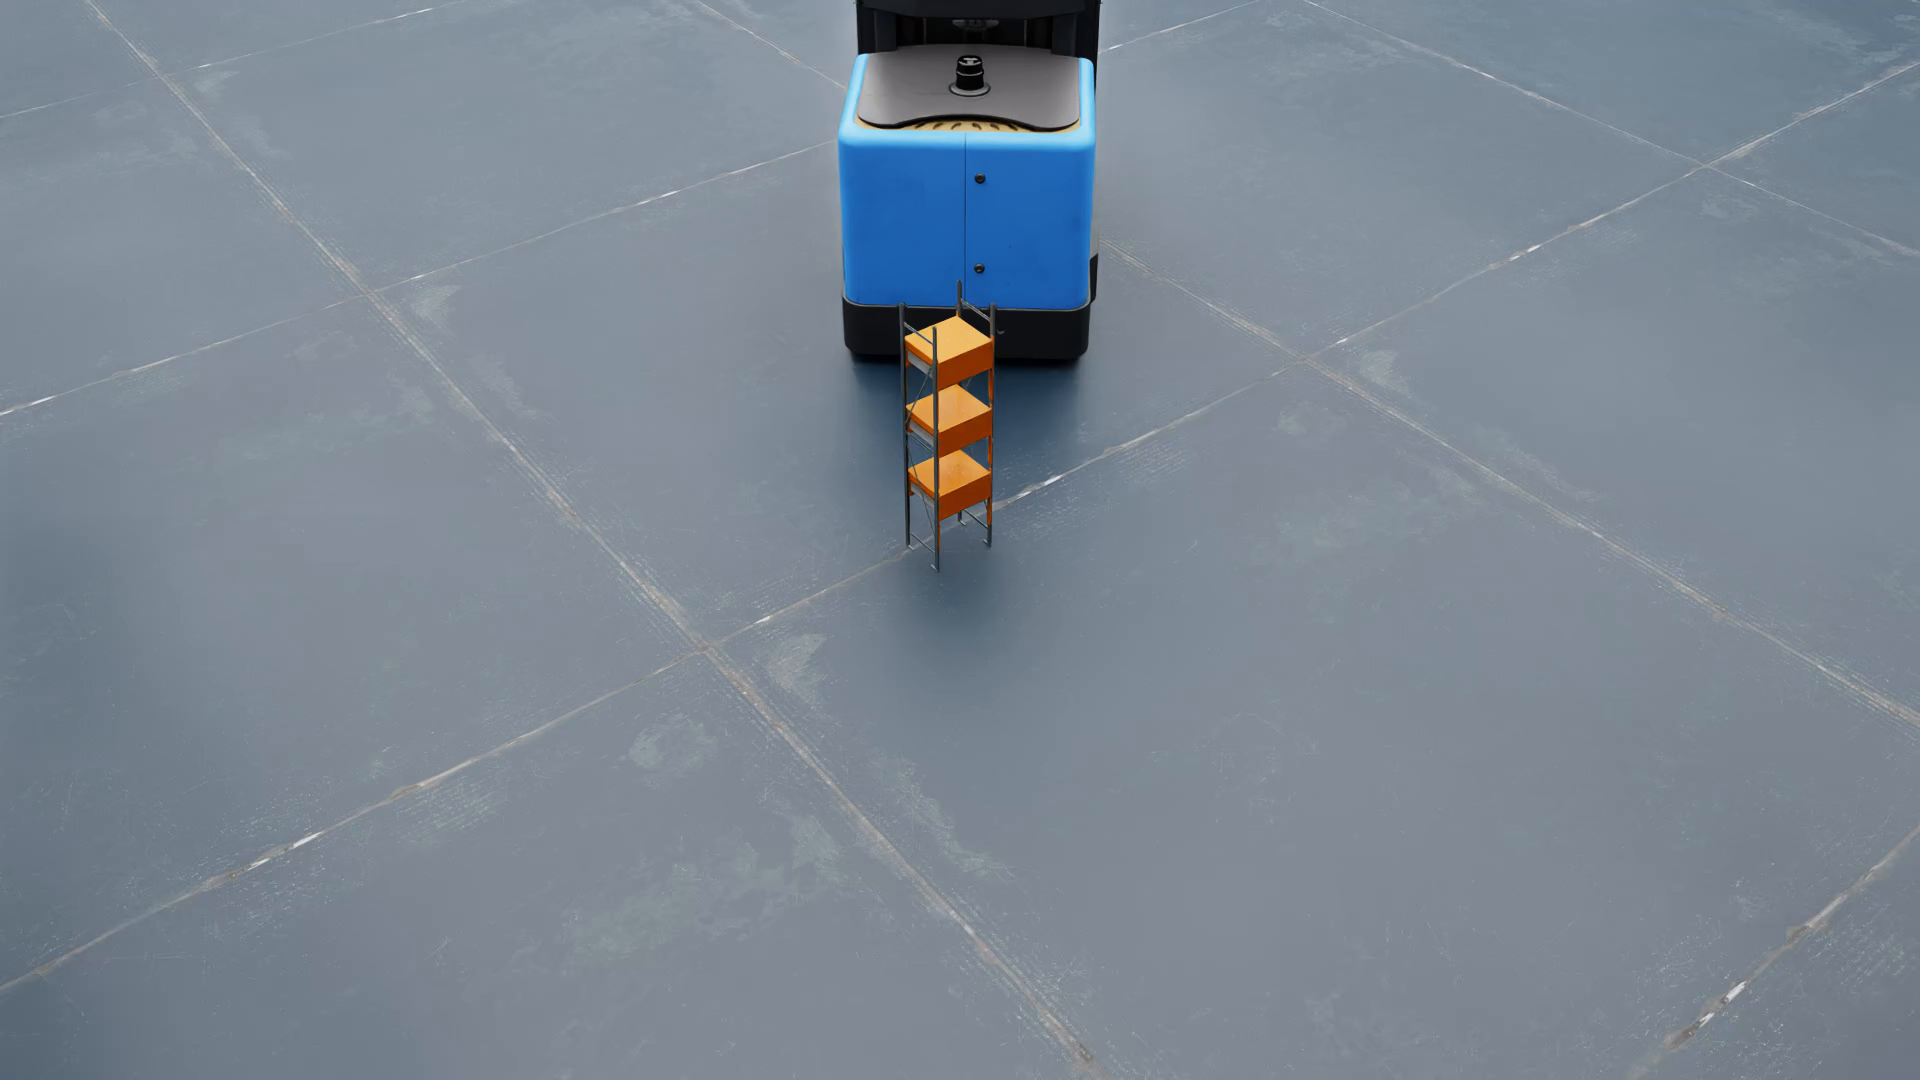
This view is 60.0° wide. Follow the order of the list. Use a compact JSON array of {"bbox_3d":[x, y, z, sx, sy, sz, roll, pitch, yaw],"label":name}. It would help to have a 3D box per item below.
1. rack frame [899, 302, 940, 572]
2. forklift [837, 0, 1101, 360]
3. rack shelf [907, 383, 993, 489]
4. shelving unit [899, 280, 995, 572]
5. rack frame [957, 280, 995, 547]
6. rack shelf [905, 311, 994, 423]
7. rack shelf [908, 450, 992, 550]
[{"bbox_3d":[-0.139,-0.338,5.834,0.008,1.050,0.200,-26,46,-28],"label":"rack frame"},{"bbox_3d":[0.093,-2.816,7.372,1.130,2.935,3.031,2,39,2],"label":"forklift"},{"bbox_3d":[-0.042,-0.377,5.899,0.240,0.259,0.215,-26,46,-28],"label":"rack shelf"},{"bbox_3d":[-0.042,-0.385,5.892,0.252,1.050,0.215,-26,46,-28],"label":"shelving unit"},{"bbox_3d":[0.054,-0.432,5.949,0.008,1.050,0.200,-26,46,-28],"label":"rack frame"},{"bbox_3d":[-0.042,-0.596,5.719,0.240,0.259,0.215,-26,46,-28],"label":"rack shelf"},{"bbox_3d":[-0.042,-0.162,6.075,0.240,0.259,0.215,-26,46,-28],"label":"rack shelf"}]
